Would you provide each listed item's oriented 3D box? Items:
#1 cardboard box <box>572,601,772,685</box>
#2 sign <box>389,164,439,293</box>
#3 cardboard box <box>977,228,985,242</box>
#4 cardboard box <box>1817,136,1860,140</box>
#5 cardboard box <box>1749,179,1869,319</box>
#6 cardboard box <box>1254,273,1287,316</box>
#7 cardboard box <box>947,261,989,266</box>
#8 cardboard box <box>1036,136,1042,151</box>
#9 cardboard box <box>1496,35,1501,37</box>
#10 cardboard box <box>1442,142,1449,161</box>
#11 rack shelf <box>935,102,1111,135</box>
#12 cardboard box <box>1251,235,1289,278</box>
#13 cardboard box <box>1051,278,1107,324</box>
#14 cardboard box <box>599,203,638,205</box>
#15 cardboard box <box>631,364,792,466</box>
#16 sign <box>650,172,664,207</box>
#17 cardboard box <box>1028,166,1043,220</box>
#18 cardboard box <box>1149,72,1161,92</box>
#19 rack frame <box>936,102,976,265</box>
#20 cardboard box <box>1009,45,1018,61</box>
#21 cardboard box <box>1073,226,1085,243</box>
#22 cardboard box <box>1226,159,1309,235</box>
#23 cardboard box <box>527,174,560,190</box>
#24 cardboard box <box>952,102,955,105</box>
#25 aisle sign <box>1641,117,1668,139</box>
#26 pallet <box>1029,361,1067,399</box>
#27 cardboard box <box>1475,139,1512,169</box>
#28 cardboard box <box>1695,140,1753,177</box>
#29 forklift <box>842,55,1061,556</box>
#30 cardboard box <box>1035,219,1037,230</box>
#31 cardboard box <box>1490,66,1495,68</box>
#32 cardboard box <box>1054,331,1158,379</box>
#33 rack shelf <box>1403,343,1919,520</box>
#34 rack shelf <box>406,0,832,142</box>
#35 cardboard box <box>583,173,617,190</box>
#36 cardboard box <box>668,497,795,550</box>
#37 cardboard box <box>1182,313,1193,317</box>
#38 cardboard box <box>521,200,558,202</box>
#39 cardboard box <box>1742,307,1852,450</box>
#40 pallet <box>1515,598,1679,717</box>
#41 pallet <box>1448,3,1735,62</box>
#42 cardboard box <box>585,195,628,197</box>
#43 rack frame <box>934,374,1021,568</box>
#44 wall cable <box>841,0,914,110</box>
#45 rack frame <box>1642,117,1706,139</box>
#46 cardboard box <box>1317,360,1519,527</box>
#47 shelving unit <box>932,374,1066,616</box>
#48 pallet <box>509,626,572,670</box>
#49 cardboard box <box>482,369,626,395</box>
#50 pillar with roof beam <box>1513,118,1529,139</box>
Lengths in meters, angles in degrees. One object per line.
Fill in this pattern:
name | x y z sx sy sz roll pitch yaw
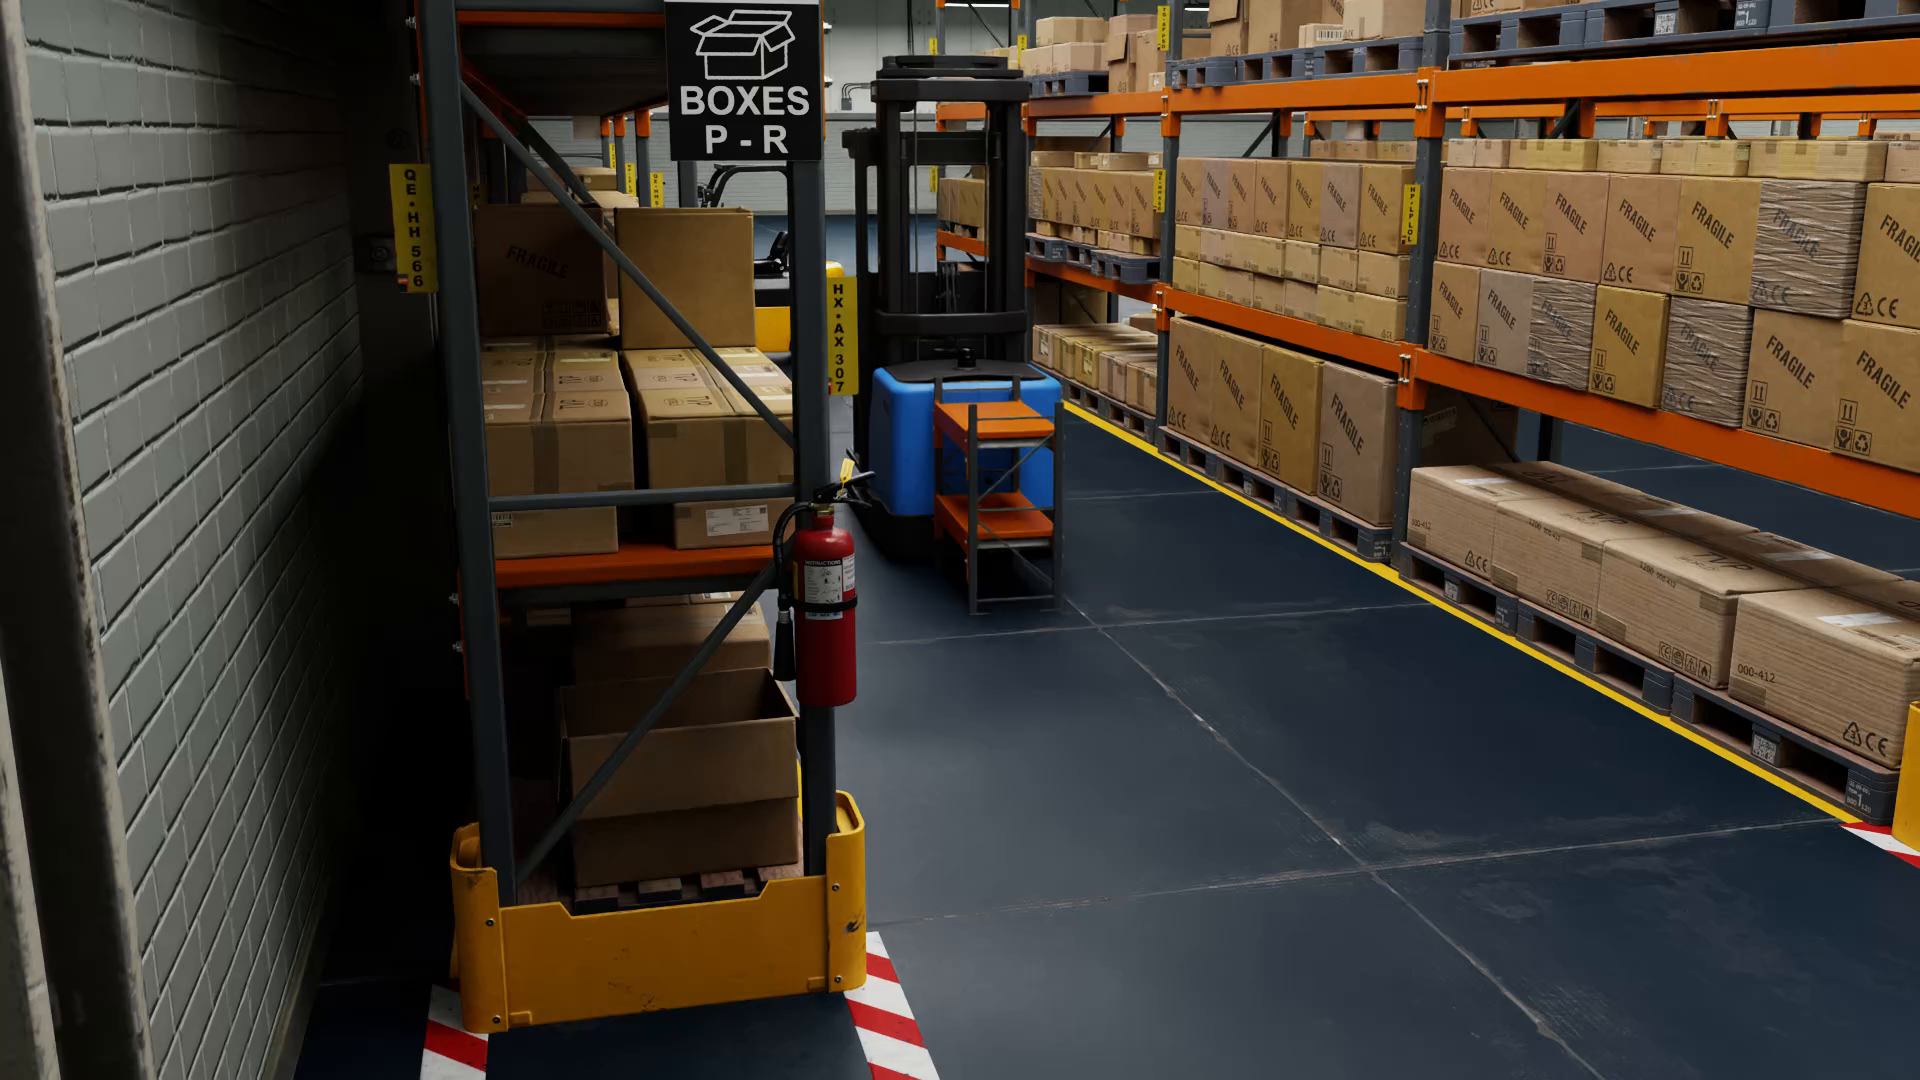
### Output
cardboard box | -1.073 0.554 6.222 0.700 0.500 0.500 -3 14 -11
sign | -1.403 -0.800 4.277 0.100 0.325 0.005 -3 14 -13
cardboard box | 0.407 -3.444 18.732 0.380 0.149 0.250 -3 14 -13
cardboard box | 10.406 -4.476 19.484 0.500 0.500 0.500 -3 14 -13
cardboard box | 3.469 -1.139 6.453 0.500 0.500 0.500 -3 14 -13
cardboard box | 2.331 -1.682 11.305 0.500 0.250 0.500 -3 14 -13
cardboard box | 0.134 -3.105 20.144 0.500 0.500 0.500 -4 14 -15
cardboard box | 1.156 -4.068 17.813 0.700 0.500 0.500 -3 14 -13
cardboard box | 3.248 -3.042 9.635 0.396 0.266 0.258 -3 14 -14
cardboard box | 5.881 -4.140 18.462 0.875 0.550 0.550 -3 14 -13
rack shelf | 0.677 -4.726 18.645 1.077 0.370 4.000 -3 14 -13
cardboard box | 2.297 -1.920 11.230 0.500 0.250 0.500 -3 14 -12
cardboard box | 1.271 -2.540 17.833 0.500 0.500 0.500 -3 14 -11
cardboard box | -2.676 -2.529 12.882 0.380 0.149 0.250 -3 14 -12
cardboard box | -0.822 -0.418 5.508 0.500 0.250 0.500 -3 14 -13
sign | -2.213 -2.513 12.119 0.100 0.325 0.005 -3 14 -13
cardboard box | 0.978 -3.429 16.422 0.500 0.500 0.500 -3 14 -12
cardboard box | 1.742 -3.687 13.406 0.380 0.149 0.250 -3 14 -13
rack frame | 0.207 -4.079 20.804 1.000 3.000 0.127 -3 14 -13
cardboard box | 0.724 -4.996 17.084 0.380 0.149 0.250 -4 14 -15
cardboard box | 1.249 -2.791 15.176 0.380 0.149 0.250 -3 14 -11
cardboard box | 2.197 -2.407 11.640 0.500 0.500 0.500 -3 14 -12
cardboard box | -4.046 -3.444 15.999 0.380 0.149 0.250 -3 14 -13
cardboard box | 0.118 -5.264 19.863 0.380 0.149 0.250 -4 14 -15
aisle sign | 9.534 -5.892 22.746 0.394 0.787 0.004 -3 14 -13
pallet | 1.331 -1.622 16.623 1.003 0.211 1.213 -3 14 -13
cardboard box | 2.923 -2.015 8.670 0.380 0.149 0.250 -3 14 -12
cardboard box | 3.333 -1.601 6.974 0.380 0.149 0.250 -3 14 -12
forklift | -0.168 -1.634 10.940 1.130 2.935 3.031 -3 14 -10
cardboard box | 0.801 -3.438 17.343 0.500 0.500 0.500 -4 14 -15
cardboard box | 6.117 -5.206 18.529 0.380 0.149 0.250 -3 14 -13
cardboard box | 1.445 -1.797 16.116 0.950 0.372 0.625 -2 14 -10
rack shelf | 3.495 -0.500 7.670 1.077 0.370 4.000 -3 14 -13
rack shelf | -1.329 -1.680 6.178 1.077 0.370 4.000 -3 14 -13
cardboard box | -3.464 -3.477 16.135 0.380 0.149 0.250 -3 14 -12
cardboard box | -0.669 -0.080 4.963 0.380 0.149 0.250 -3 14 -14
cardboard box | 3.081 -2.603 20.019 0.637 0.503 0.797 10 17 35
cardboard box | -3.433 -2.671 13.463 0.380 0.149 0.250 -4 14 -14
cardboard box | 3.491 -0.650 6.556 0.500 0.500 0.500 -4 14 -14
pallet | 3.418 0.505 7.914 1.003 0.211 1.213 -3 14 -13
pallet | 3.208 -2.536 8.352 1.003 0.211 1.213 -3 14 -13
cardboard box | -3.105 -2.941 14.568 0.380 0.149 0.250 -4 14 -15
rack frame | 0.101 -0.396 9.676 0.500 1.125 0.032 -3 14 -10
wall cable | -2.550 -16.357 51.251 2.305 6.003 0.169 -3 14 -13
rack frame | 9.840 -4.632 23.065 1.000 3.000 0.127 -3 14 -13
cardboard box | 2.802 -0.621 10.242 0.875 0.875 0.875 -3 14 -11
shelving unit | 0.196 -0.277 9.191 0.538 1.125 1.048 -3 14 -10
pallet | -1.638 0.480 8.019 1.003 0.211 1.213 -3 14 -13
cardboard box | -1.345 -0.393 5.403 0.500 0.250 0.500 -3 14 -13
pillar with roof beam | 14.060 -14.942 52.625 9.100 9.000 0.548 -3 14 -13
